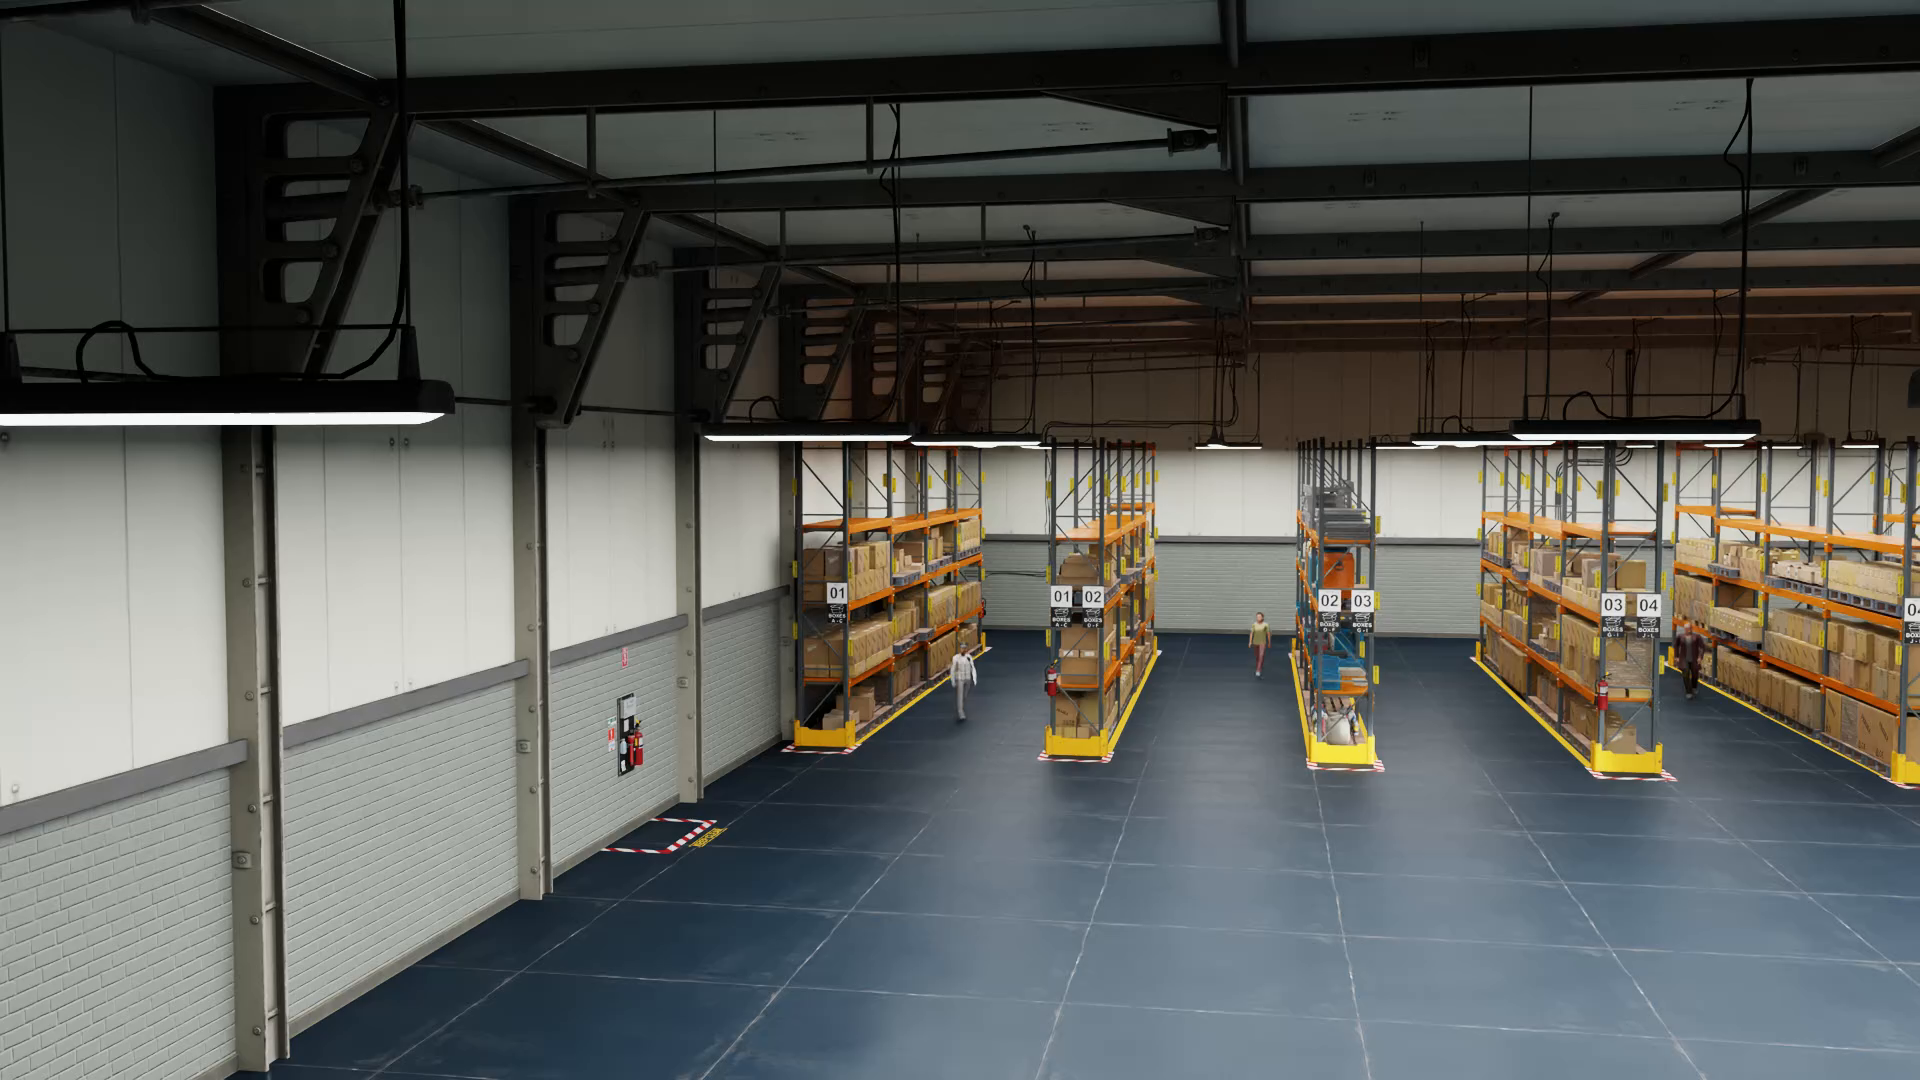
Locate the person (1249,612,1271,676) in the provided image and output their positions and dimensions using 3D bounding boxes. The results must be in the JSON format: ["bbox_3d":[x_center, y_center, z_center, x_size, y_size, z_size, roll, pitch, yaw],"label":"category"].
[{"bbox_3d":[7.602,2.652,42.376,0.484,1.619,0.996,2,4,31],"label":"person"}]

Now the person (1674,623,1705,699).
[{"bbox_3d":[17.038,2.798,38.850,0.641,1.756,0.750,1,3,24],"label":"person"}]

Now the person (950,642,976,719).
[{"bbox_3d":[0.098,3.000,35.573,0.521,1.647,0.893,-1,3,-25],"label":"person"}]
